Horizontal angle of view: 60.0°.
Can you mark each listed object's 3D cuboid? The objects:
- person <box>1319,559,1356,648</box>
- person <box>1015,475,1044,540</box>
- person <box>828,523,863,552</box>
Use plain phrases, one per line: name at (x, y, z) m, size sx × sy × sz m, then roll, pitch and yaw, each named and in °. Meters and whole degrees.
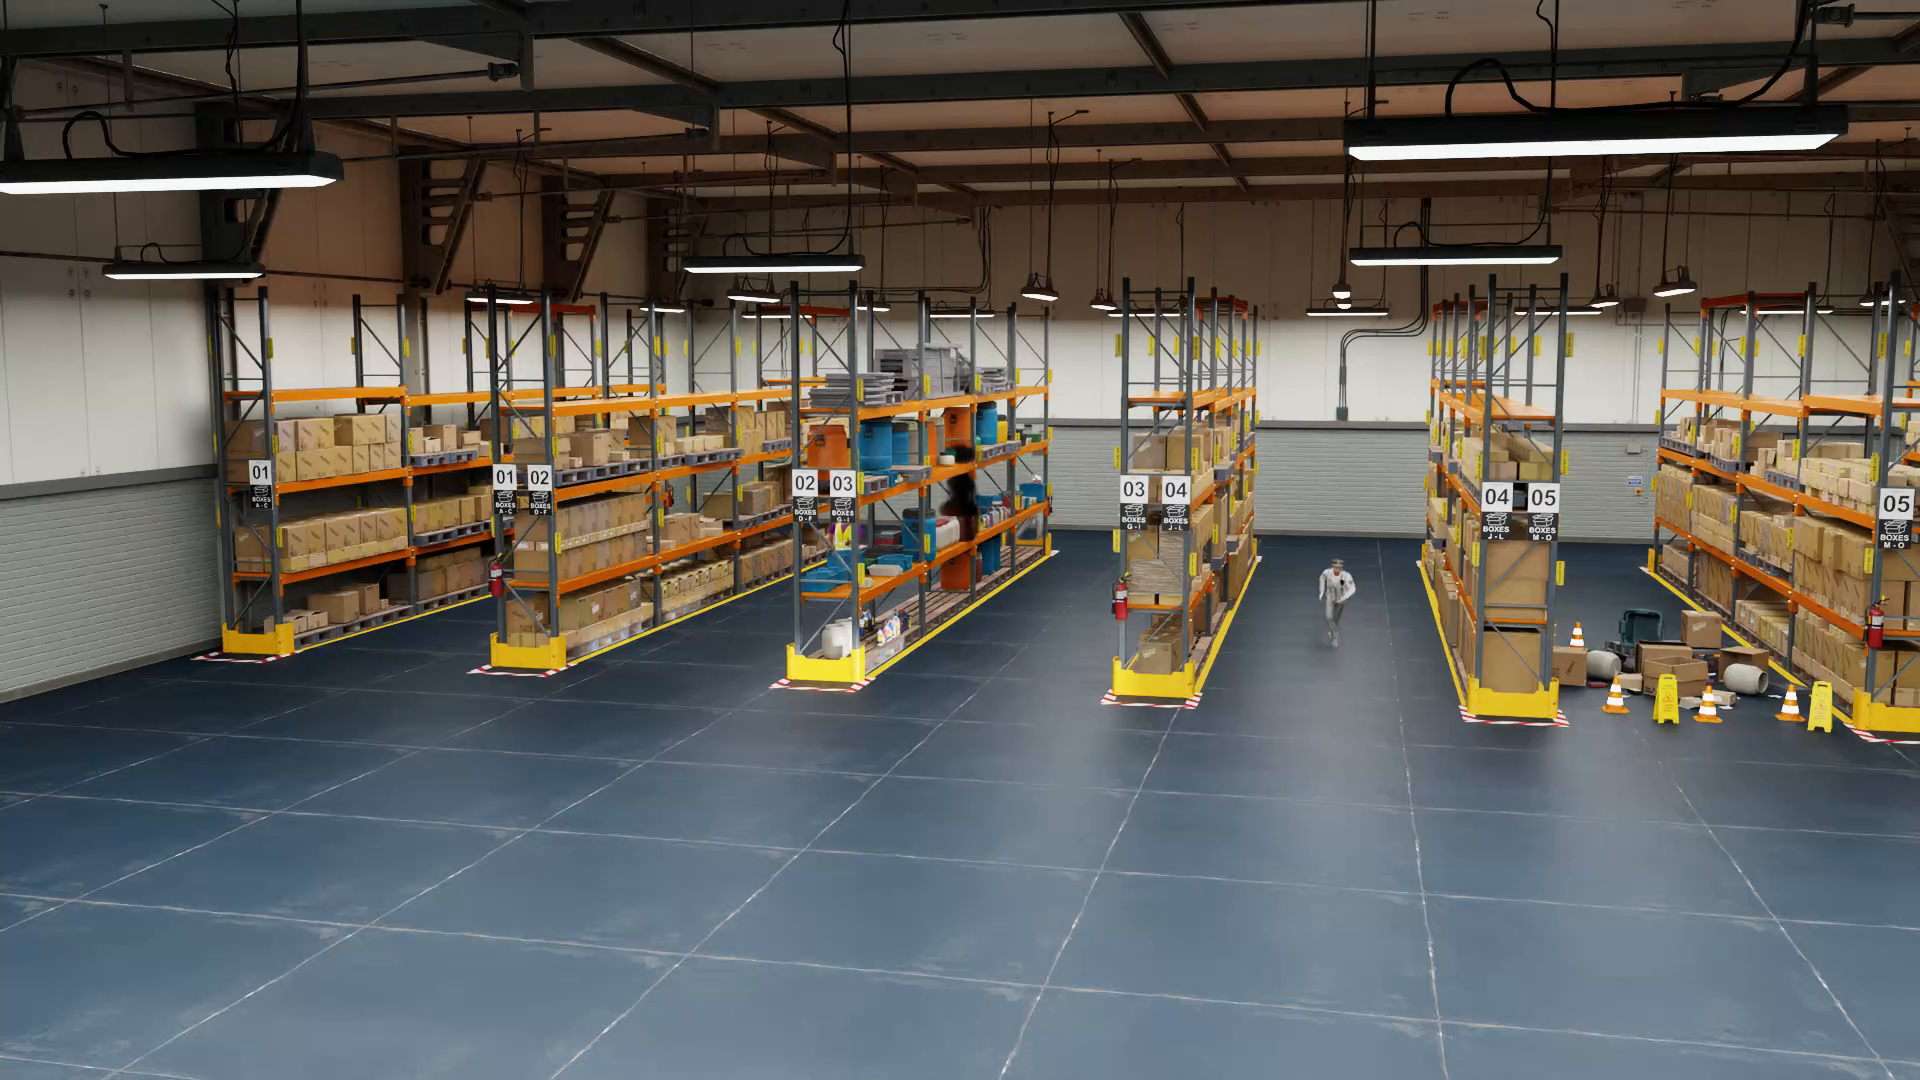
person at (6.411, 1.023, 28.254) m, size 0.606 × 1.505 × 1.033 m, roll 2°, pitch 7°, yaw 14°
person at (1.928, -0.771, 42.367) m, size 0.957 × 1.753 × 0.684 m, roll 6°, pitch 9°, yaw 40°
person at (-2.199, 0.236, 31.504) m, size 0.702 × 1.781 × 0.633 m, roll 1°, pitch 7°, yaw 10°
